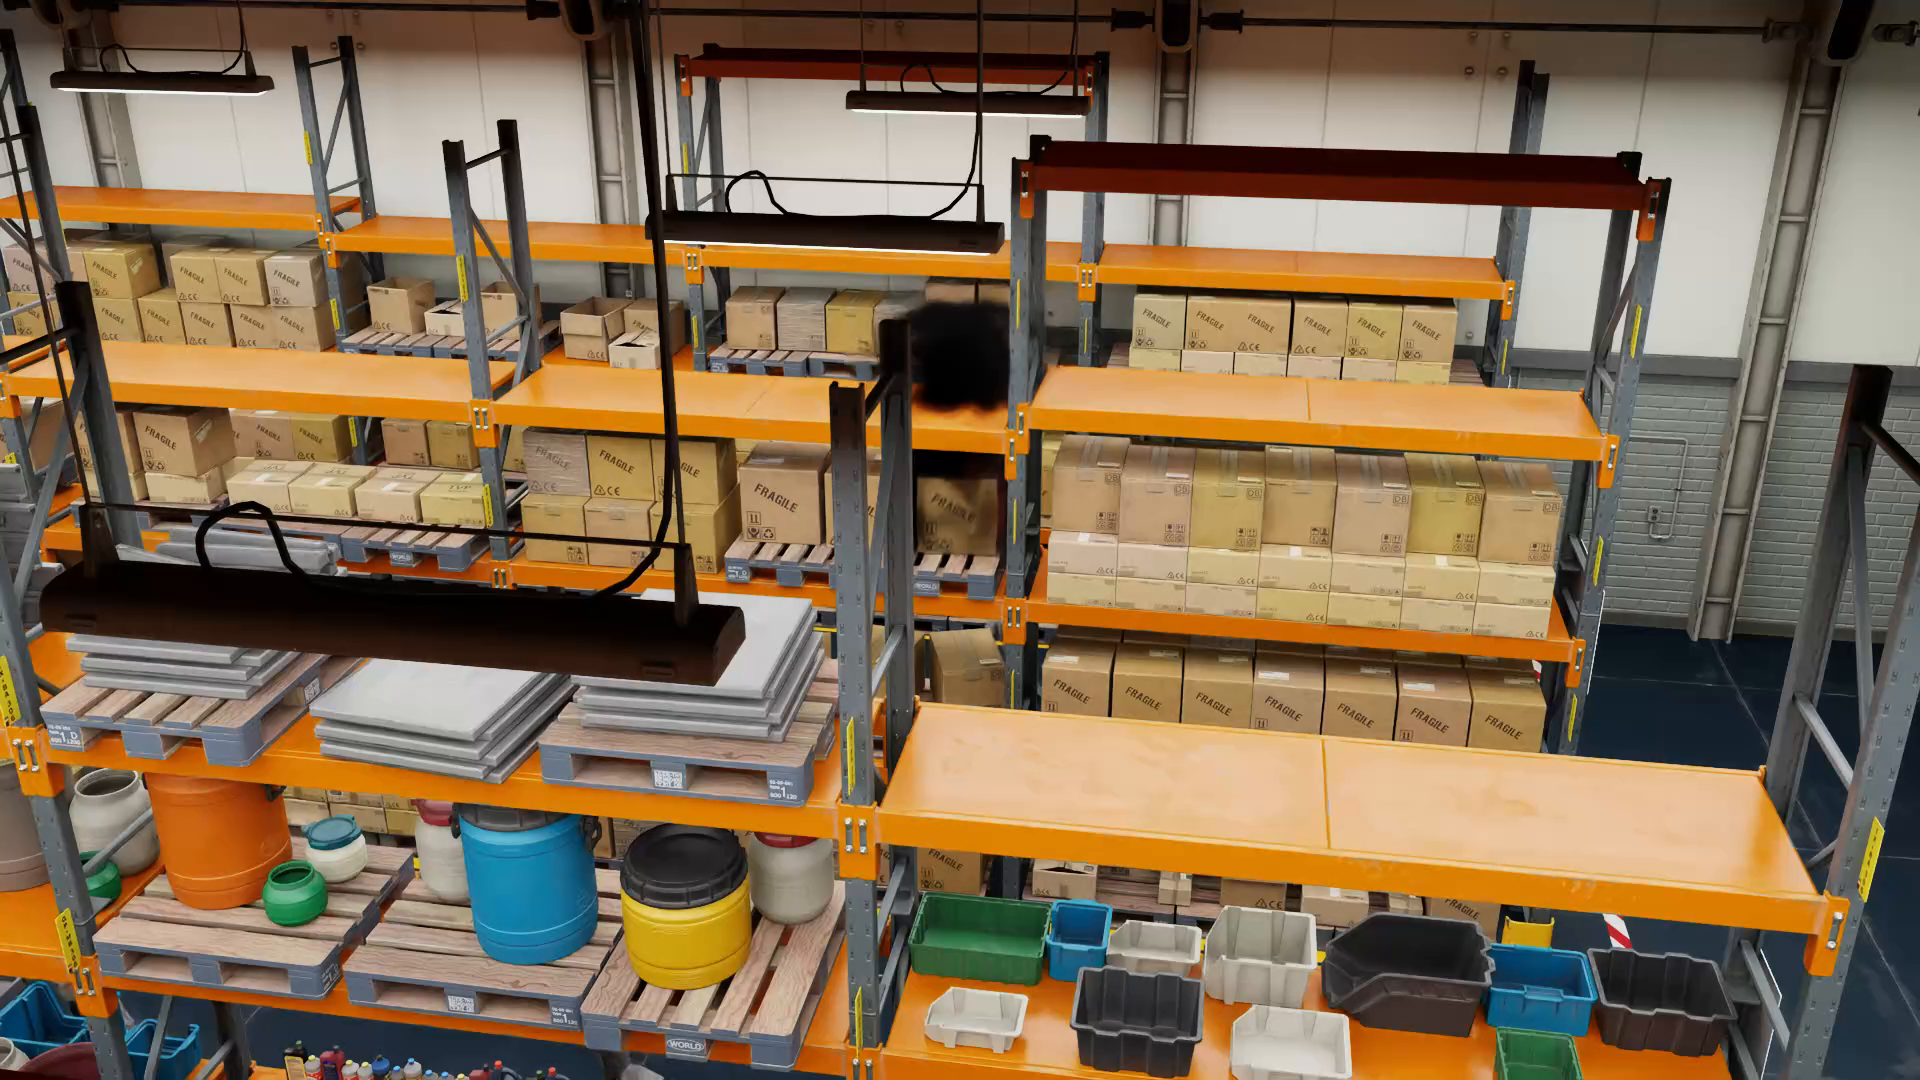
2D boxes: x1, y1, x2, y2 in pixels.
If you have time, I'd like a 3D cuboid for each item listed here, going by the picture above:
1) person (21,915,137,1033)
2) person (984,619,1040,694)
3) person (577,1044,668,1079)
[{"bbox_3d":[-5.995,2.990,11.332,1.005,1.531,0.667,11,25,25],"label":"person"},{"bbox_3d":[0.452,0.794,16.329,0.694,1.719,0.596,-1,23,-1],"label":"person"},{"bbox_3d":[-2.255,3.165,10.895,1.035,1.588,0.704,11,25,24],"label":"person"}]
